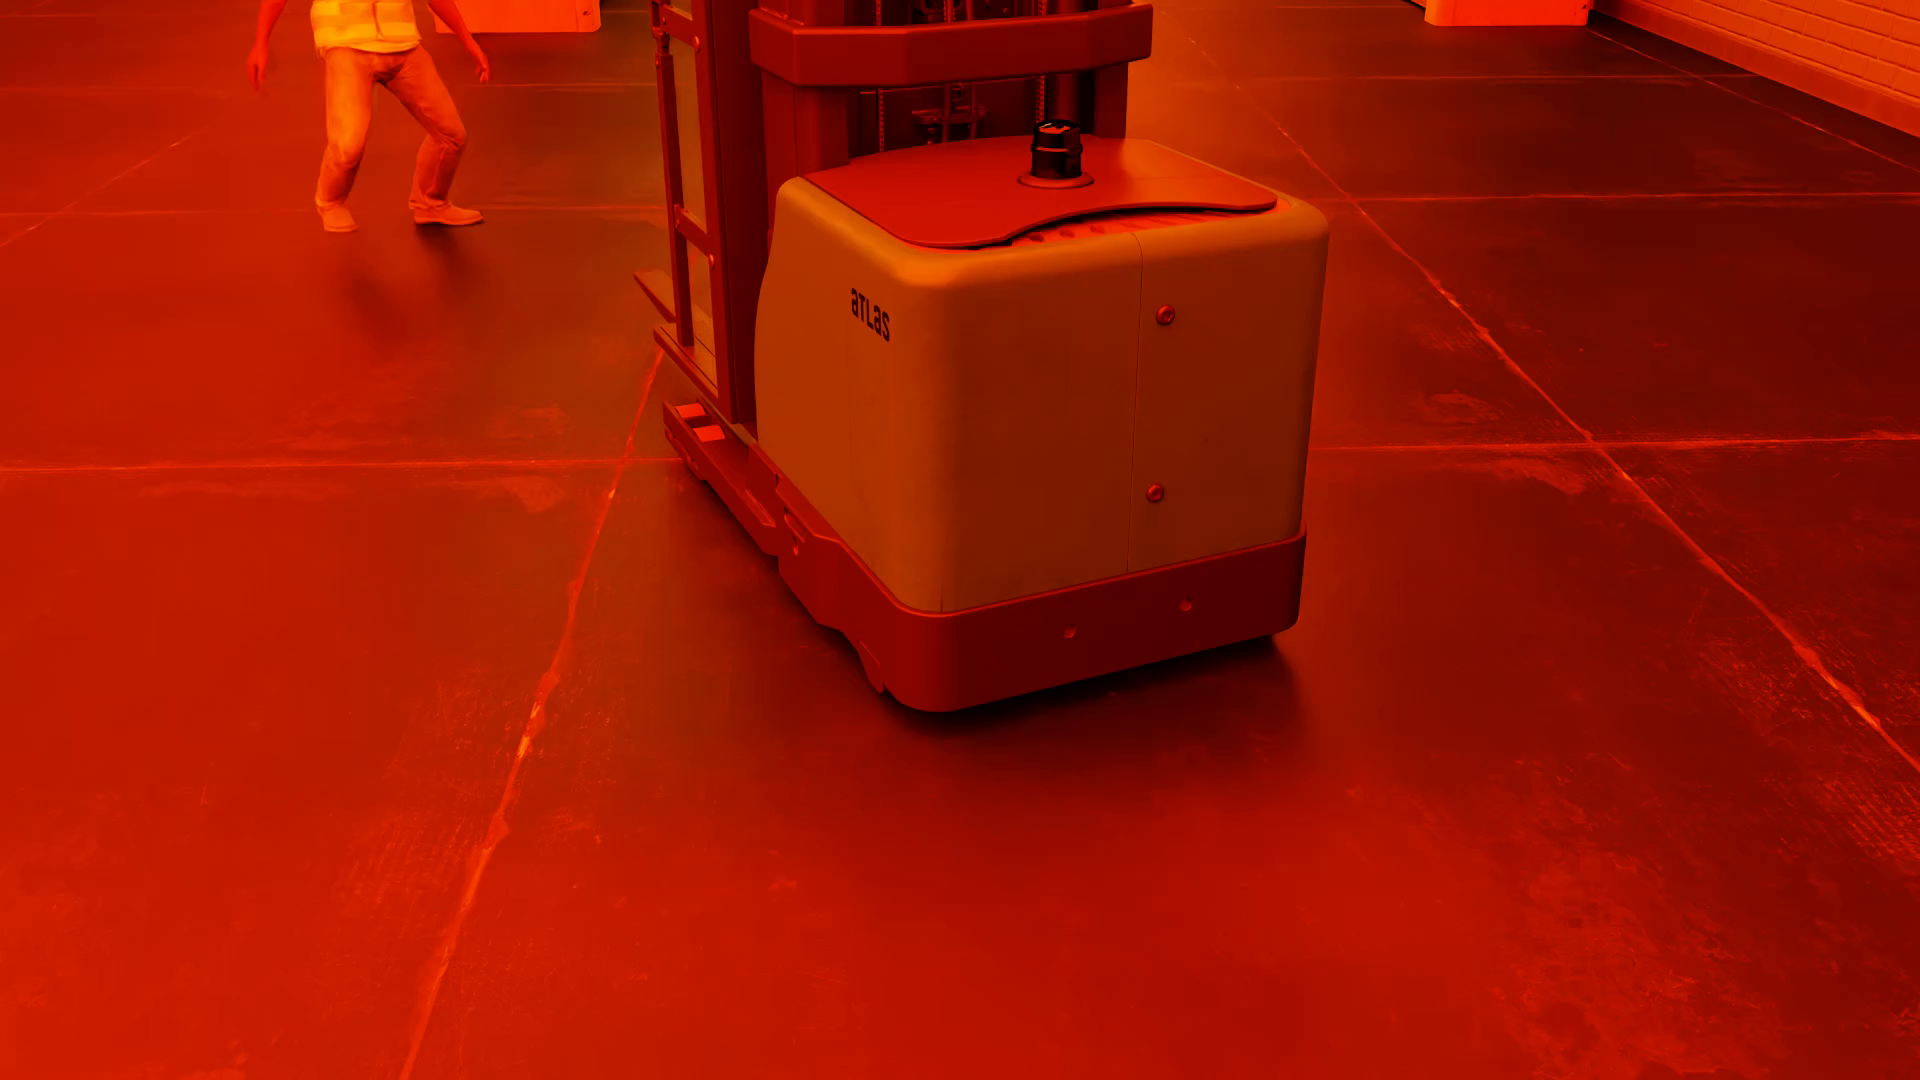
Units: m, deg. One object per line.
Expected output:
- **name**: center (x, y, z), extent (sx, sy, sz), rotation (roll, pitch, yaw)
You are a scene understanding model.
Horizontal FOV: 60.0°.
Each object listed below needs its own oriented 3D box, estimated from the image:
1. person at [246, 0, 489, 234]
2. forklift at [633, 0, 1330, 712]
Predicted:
- **person**: center (-2.446, -2.056, 6.885), extent (0.956, 1.669, 0.514), rotation (-19, 32, -34)
- **forklift**: center (-0.253, -1.560, 4.418), extent (1.130, 2.935, 3.031), rotation (-11, 28, -22)
